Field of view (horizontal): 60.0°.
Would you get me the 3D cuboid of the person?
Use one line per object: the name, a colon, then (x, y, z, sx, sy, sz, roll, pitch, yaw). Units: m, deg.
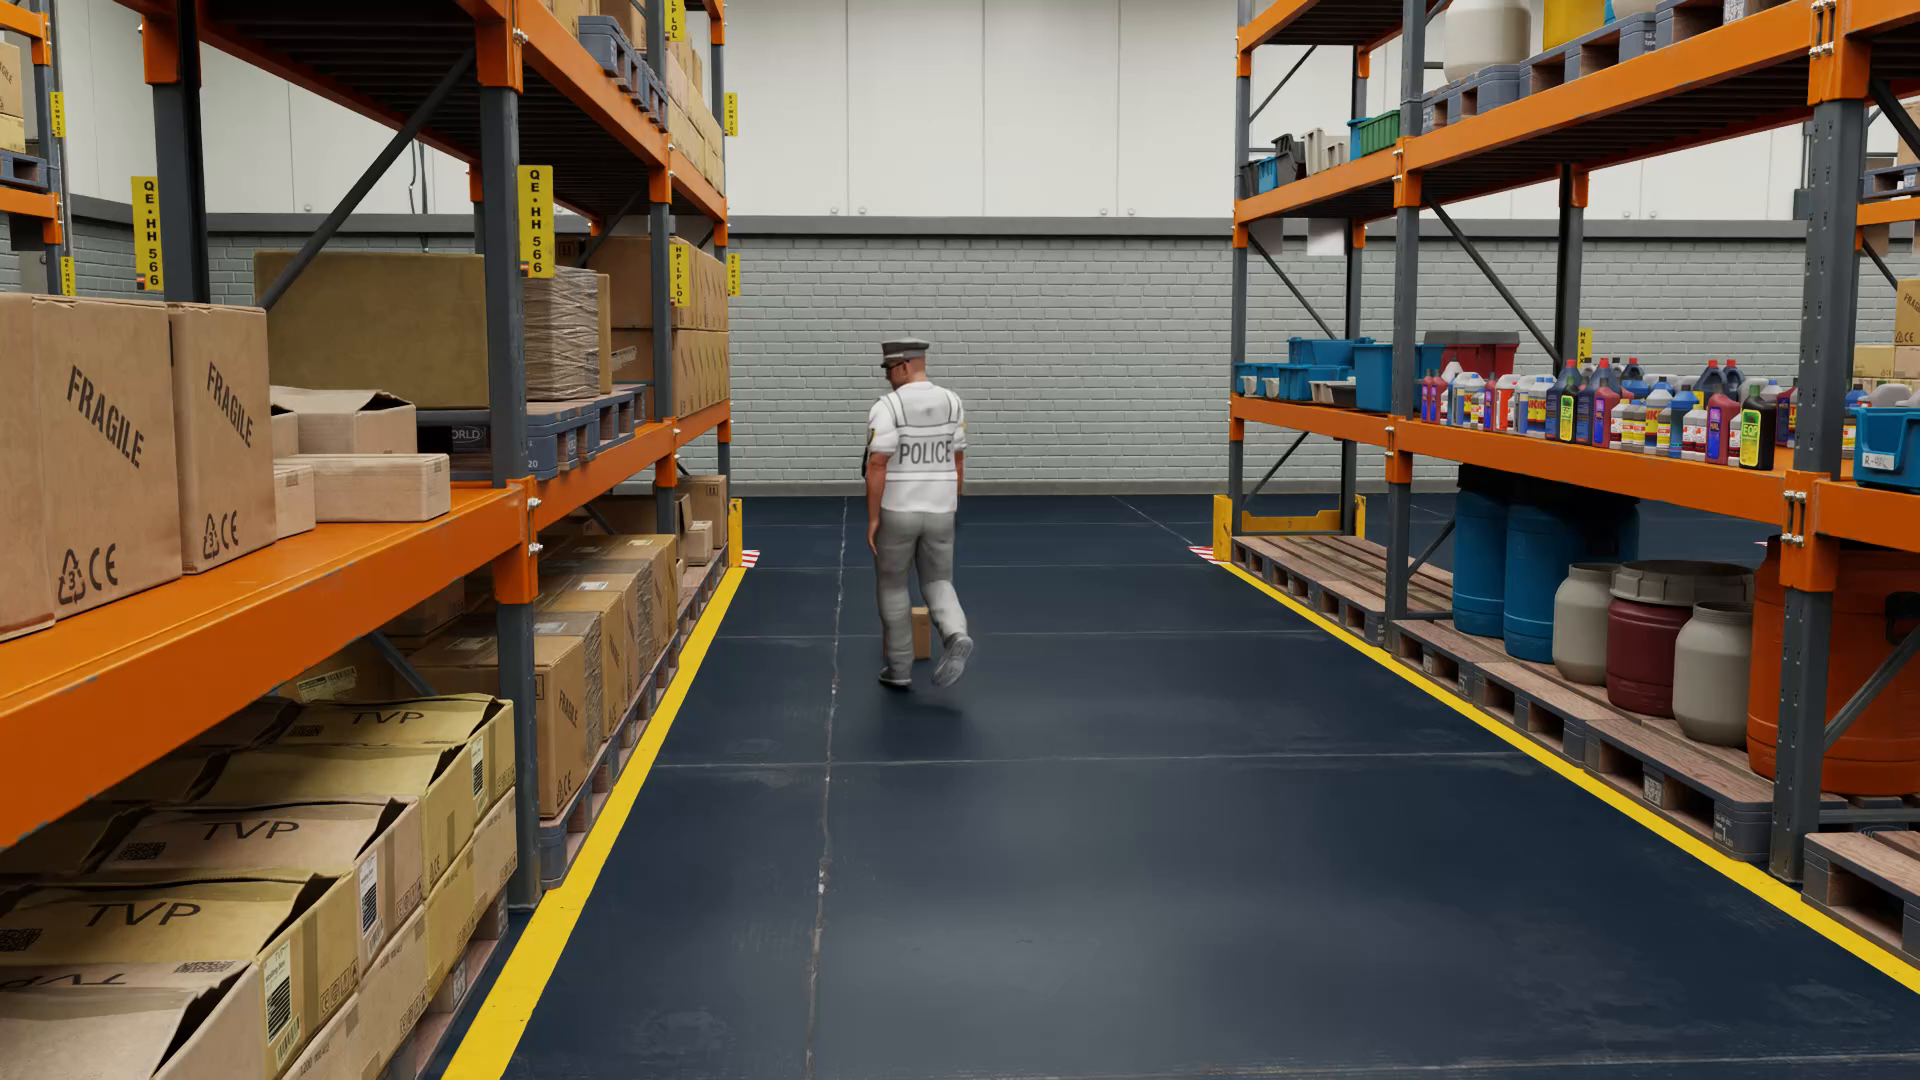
person: (-0.219, -0.119, 8.173, 0.547, 1.742, 0.722, -3, 7, -24)
